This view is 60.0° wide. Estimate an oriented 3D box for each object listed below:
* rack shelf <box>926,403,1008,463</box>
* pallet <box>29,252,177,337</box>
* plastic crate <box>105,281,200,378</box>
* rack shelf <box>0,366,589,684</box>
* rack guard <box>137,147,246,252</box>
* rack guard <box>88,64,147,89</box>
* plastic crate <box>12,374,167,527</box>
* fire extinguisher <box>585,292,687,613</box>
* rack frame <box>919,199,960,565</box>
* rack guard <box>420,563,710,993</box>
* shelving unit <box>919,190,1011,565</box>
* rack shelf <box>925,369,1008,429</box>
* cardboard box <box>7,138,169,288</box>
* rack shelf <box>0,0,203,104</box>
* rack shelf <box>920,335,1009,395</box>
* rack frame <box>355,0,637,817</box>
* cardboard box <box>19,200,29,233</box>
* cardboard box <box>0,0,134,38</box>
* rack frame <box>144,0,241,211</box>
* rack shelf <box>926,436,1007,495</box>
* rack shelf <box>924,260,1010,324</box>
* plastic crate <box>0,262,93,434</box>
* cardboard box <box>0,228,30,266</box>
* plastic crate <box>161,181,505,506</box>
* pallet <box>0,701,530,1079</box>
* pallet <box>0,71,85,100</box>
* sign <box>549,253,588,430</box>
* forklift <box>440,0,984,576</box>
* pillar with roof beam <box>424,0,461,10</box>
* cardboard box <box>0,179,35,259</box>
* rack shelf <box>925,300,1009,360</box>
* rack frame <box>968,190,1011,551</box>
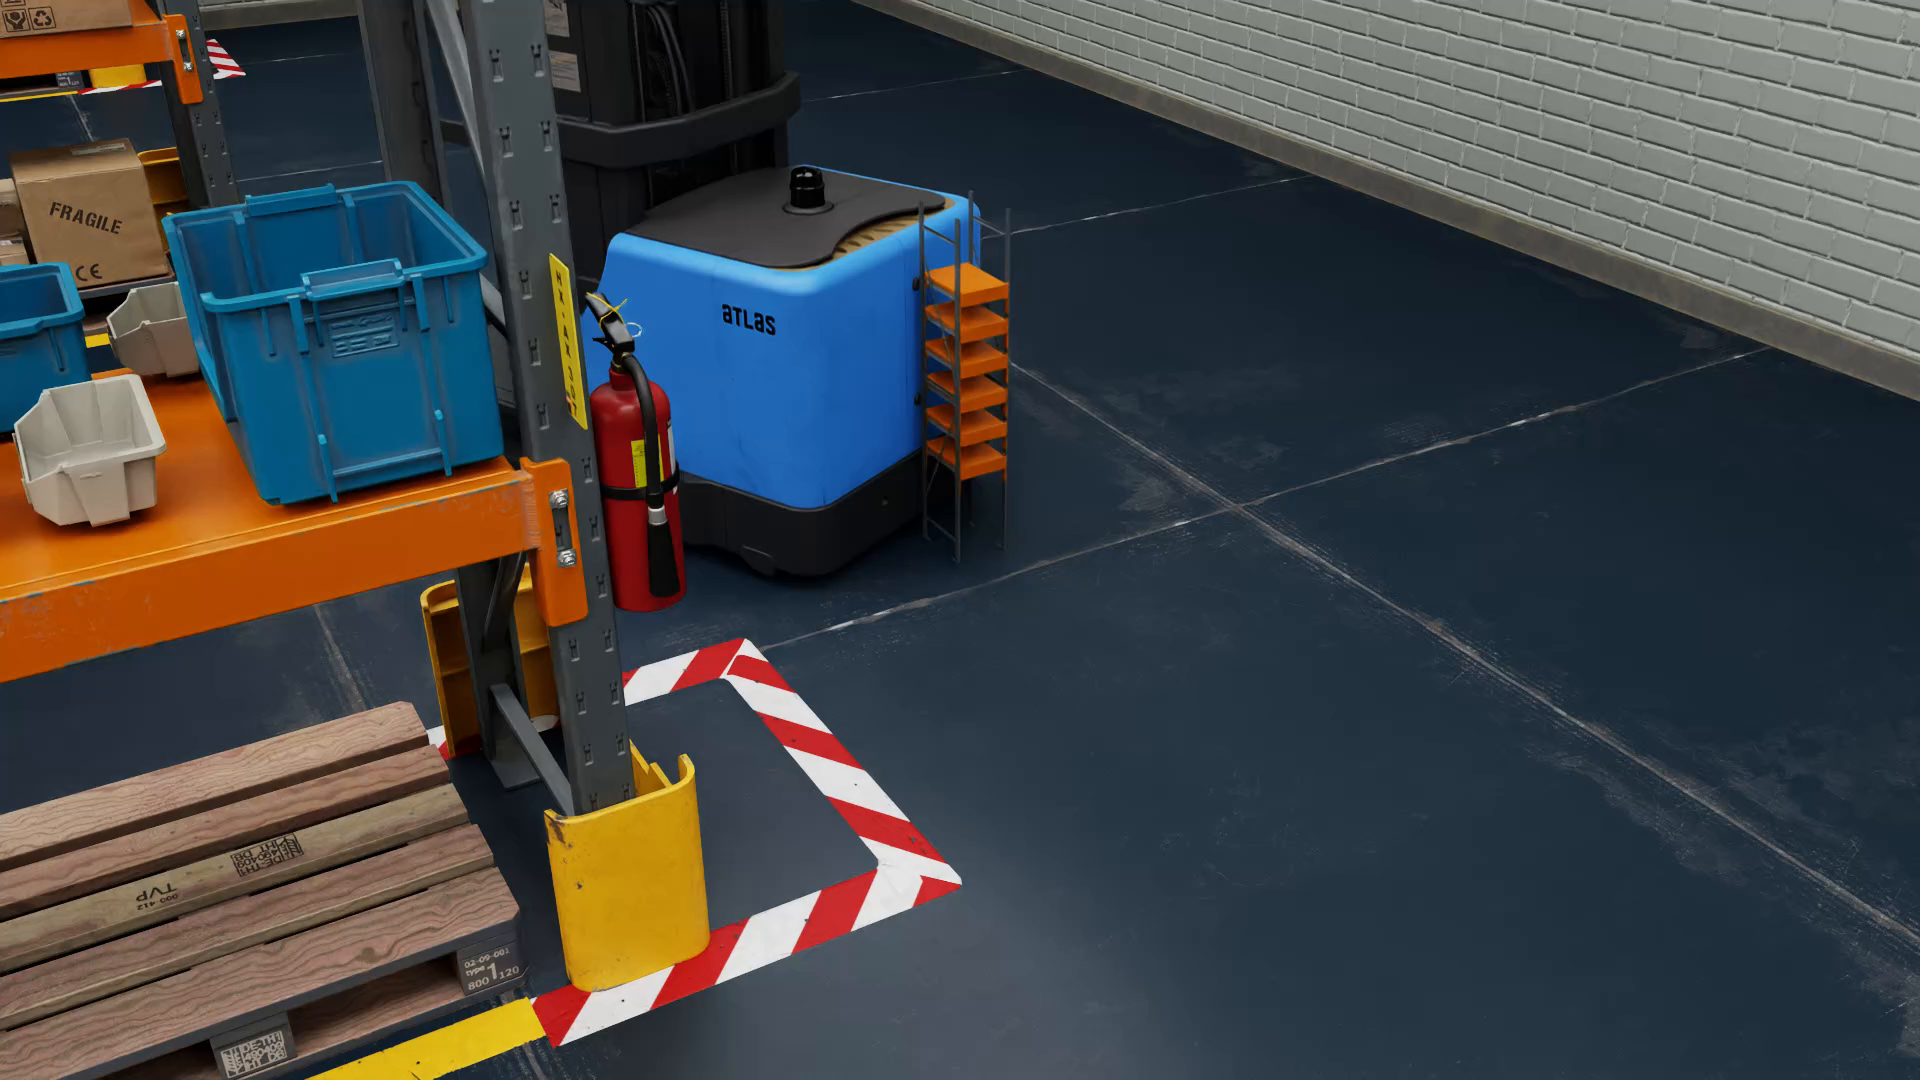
[{"bbox_3d":[0.014,-0.370,5.519,0.180,0.103,0.258,-16,33,-27],"label":"rack shelf"},{"bbox_3d":[-4.294,-1.157,7.628,1.213,0.211,1.003,-16,33,-26],"label":"pallet"},{"bbox_3d":[-1.734,-0.471,3.710,0.298,0.136,0.250,-16,33,-26],"label":"plastic crate"},{"bbox_3d":[-2.760,0.277,2.888,4.000,0.370,1.077,-16,33,-26],"label":"rack shelf"},{"bbox_3d":[-3.607,-1.479,7.913,0.348,0.500,1.175,-16,33,-26],"label":"rack guard"},{"bbox_3d":[-6.034,-3.566,11.695,0.348,0.500,1.175,-16,33,-26],"label":"rack guard"},{"bbox_3d":[-1.647,-0.163,3.153,0.243,0.136,0.396,-16,33,-26],"label":"plastic crate"},{"bbox_3d":[-0.675,-0.178,3.434,0.183,0.674,0.296,-16,33,-26],"label":"fire extinguisher"},{"bbox_3d":[-0.065,-0.491,5.399,0.006,1.200,0.240,-16,33,-27],"label":"rack frame"},{"bbox_3d":[-1.021,0.555,4.226,0.348,0.500,1.175,-16,33,-26],"label":"rack guard"},{"bbox_3d":[0.014,-0.514,5.440,0.189,1.200,0.258,-16,33,-27],"label":"shelving unit"},{"bbox_3d":[0.014,-0.475,5.462,0.180,0.103,0.258,-16,33,-27],"label":"rack shelf"},{"bbox_3d":[-3.886,-1.455,7.413,0.500,0.500,0.500,-16,33,-26],"label":"cardboard box"},{"bbox_3d":[-5.266,-1.788,6.629,4.000,0.370,1.077,-16,33,-26],"label":"rack shelf"},{"bbox_3d":[0.014,-0.580,5.404,0.180,0.103,0.258,-16,33,-27],"label":"rack shelf"},{"bbox_3d":[-1.035,-0.528,3.602,0.127,3.000,1.000,-16,33,-26],"label":"rack frame"},{"bbox_3d":[-4.292,-1.524,7.883,0.250,0.166,0.380,-16,33,-26],"label":"cardboard box"},{"bbox_3d":[-3.790,-2.413,6.914,0.500,0.500,0.500,-15,32,-25],"label":"cardboard box"},{"bbox_3d":[-3.542,-2.592,7.342,0.127,3.000,1.000,-16,33,-26],"label":"rack frame"},{"bbox_3d":[0.014,-0.265,5.577,0.180,0.103,0.258,-16,33,-27],"label":"rack shelf"},{"bbox_3d":[0.014,-0.791,5.288,0.180,0.103,0.258,-16,33,-27],"label":"rack shelf"},{"bbox_3d":[-1.983,-0.396,3.475,0.300,0.233,0.416,-16,33,-26],"label":"plastic crate"},{"bbox_3d":[-4.280,-1.247,7.382,0.250,0.166,0.380,-16,33,-26],"label":"cardboard box"},{"bbox_3d":[-1.229,-0.410,3.289,0.499,0.435,0.616,-16,33,-26],"label":"plastic crate"},{"bbox_3d":[-1.766,0.879,3.939,1.213,0.211,1.003,-16,33,-26],"label":"pallet"},{"bbox_3d":[-6.704,-3.205,11.340,1.213,0.211,1.003,-16,33,-26],"label":"pallet"},{"bbox_3d":[-0.743,-0.374,3.154,0.005,0.325,0.100,-16,33,-26],"label":"sign"},{"bbox_3d":[-1.423,-1.701,5.799,3.031,2.935,1.130,18,34,29],"label":"forklift"},{"bbox_3d":[-1.984,-6.509,8.231,0.400,9.000,9.100,-16,33,-26],"label":"pillar with roof beam"},{"bbox_3d":[-4.585,-1.443,7.652,0.500,0.250,0.500,-16,33,-26],"label":"cardboard box"},{"bbox_3d":[0.014,-0.685,5.346,0.180,0.103,0.258,-16,33,-27],"label":"rack shelf"},{"bbox_3d":[0.092,-0.537,5.482,0.006,1.200,0.240,-16,33,-27],"label":"rack frame"}]
